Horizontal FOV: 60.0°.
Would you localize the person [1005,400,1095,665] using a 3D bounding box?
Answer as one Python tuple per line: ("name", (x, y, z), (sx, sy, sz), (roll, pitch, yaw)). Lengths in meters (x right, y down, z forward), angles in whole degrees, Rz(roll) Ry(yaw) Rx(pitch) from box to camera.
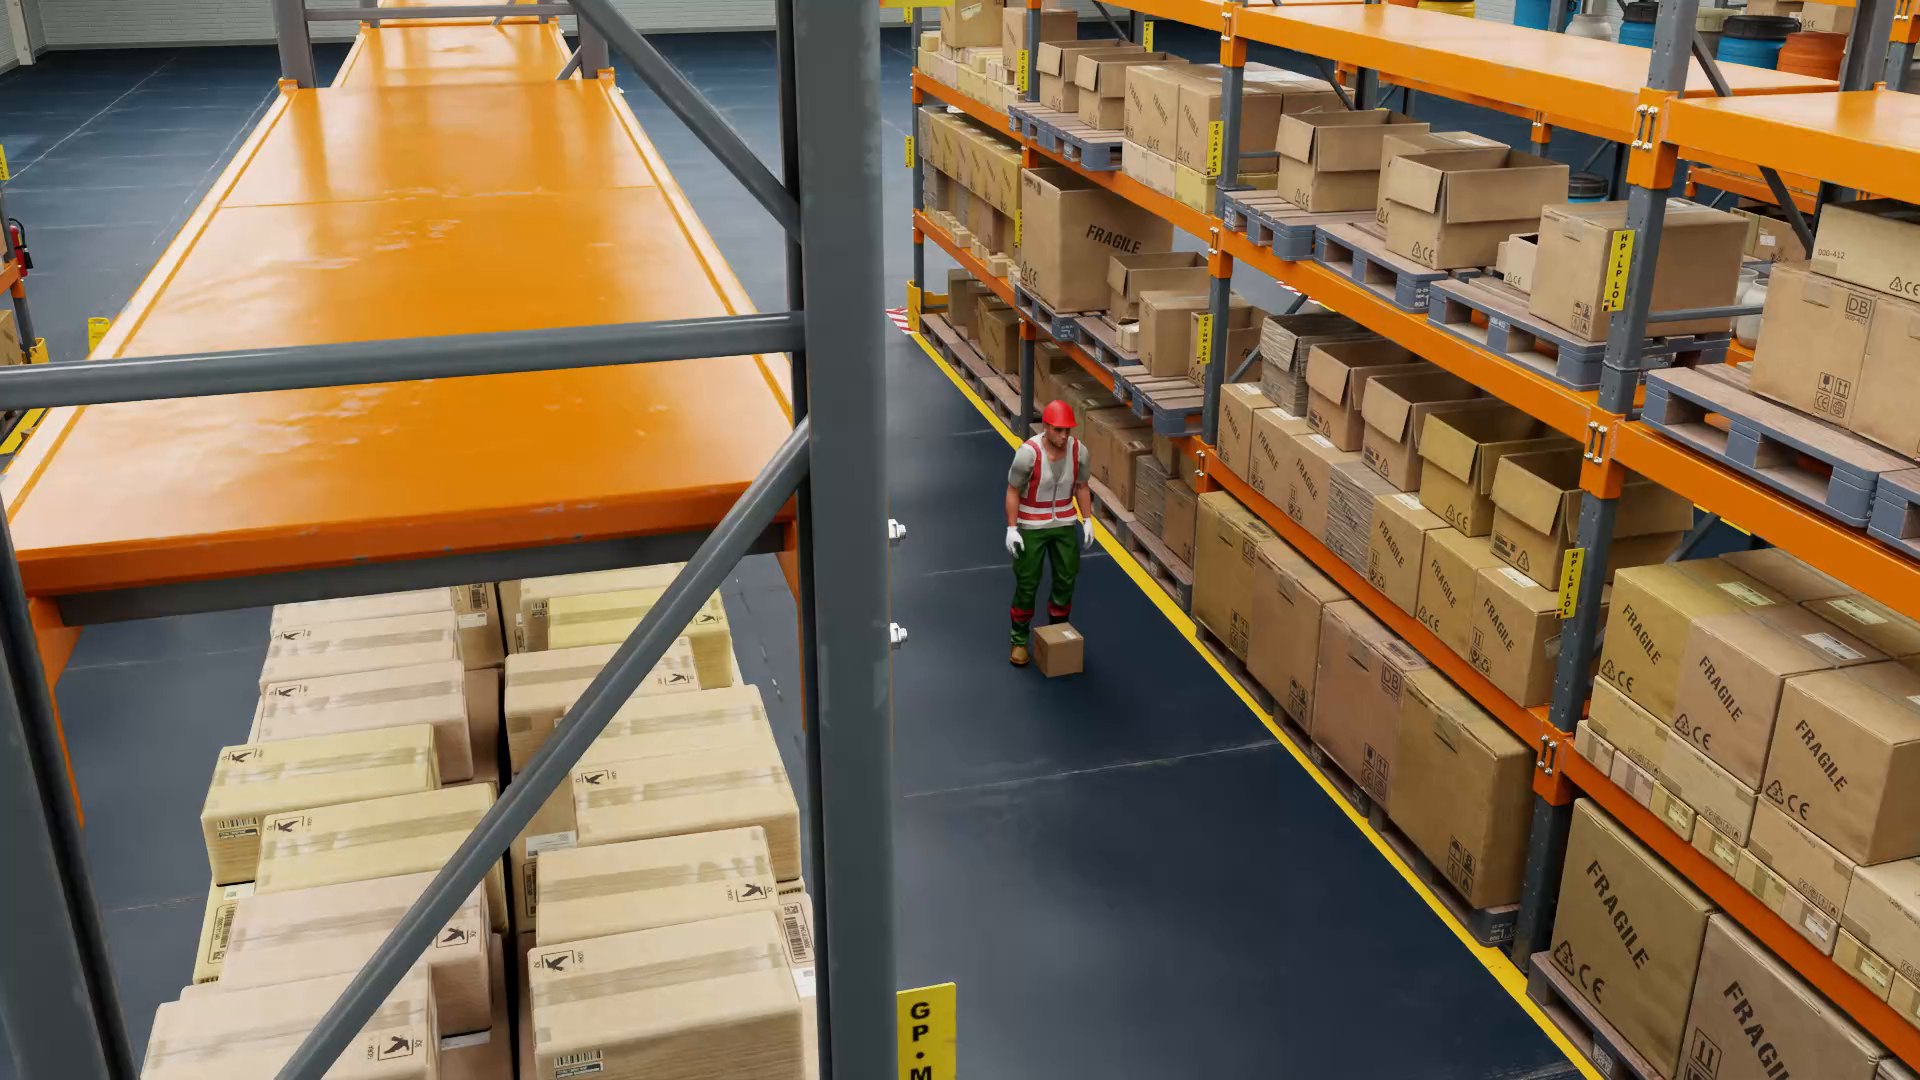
("person", (0.583, -0.067, 10.809), (0.623, 1.780, 0.450), (-7, 24, -17))
